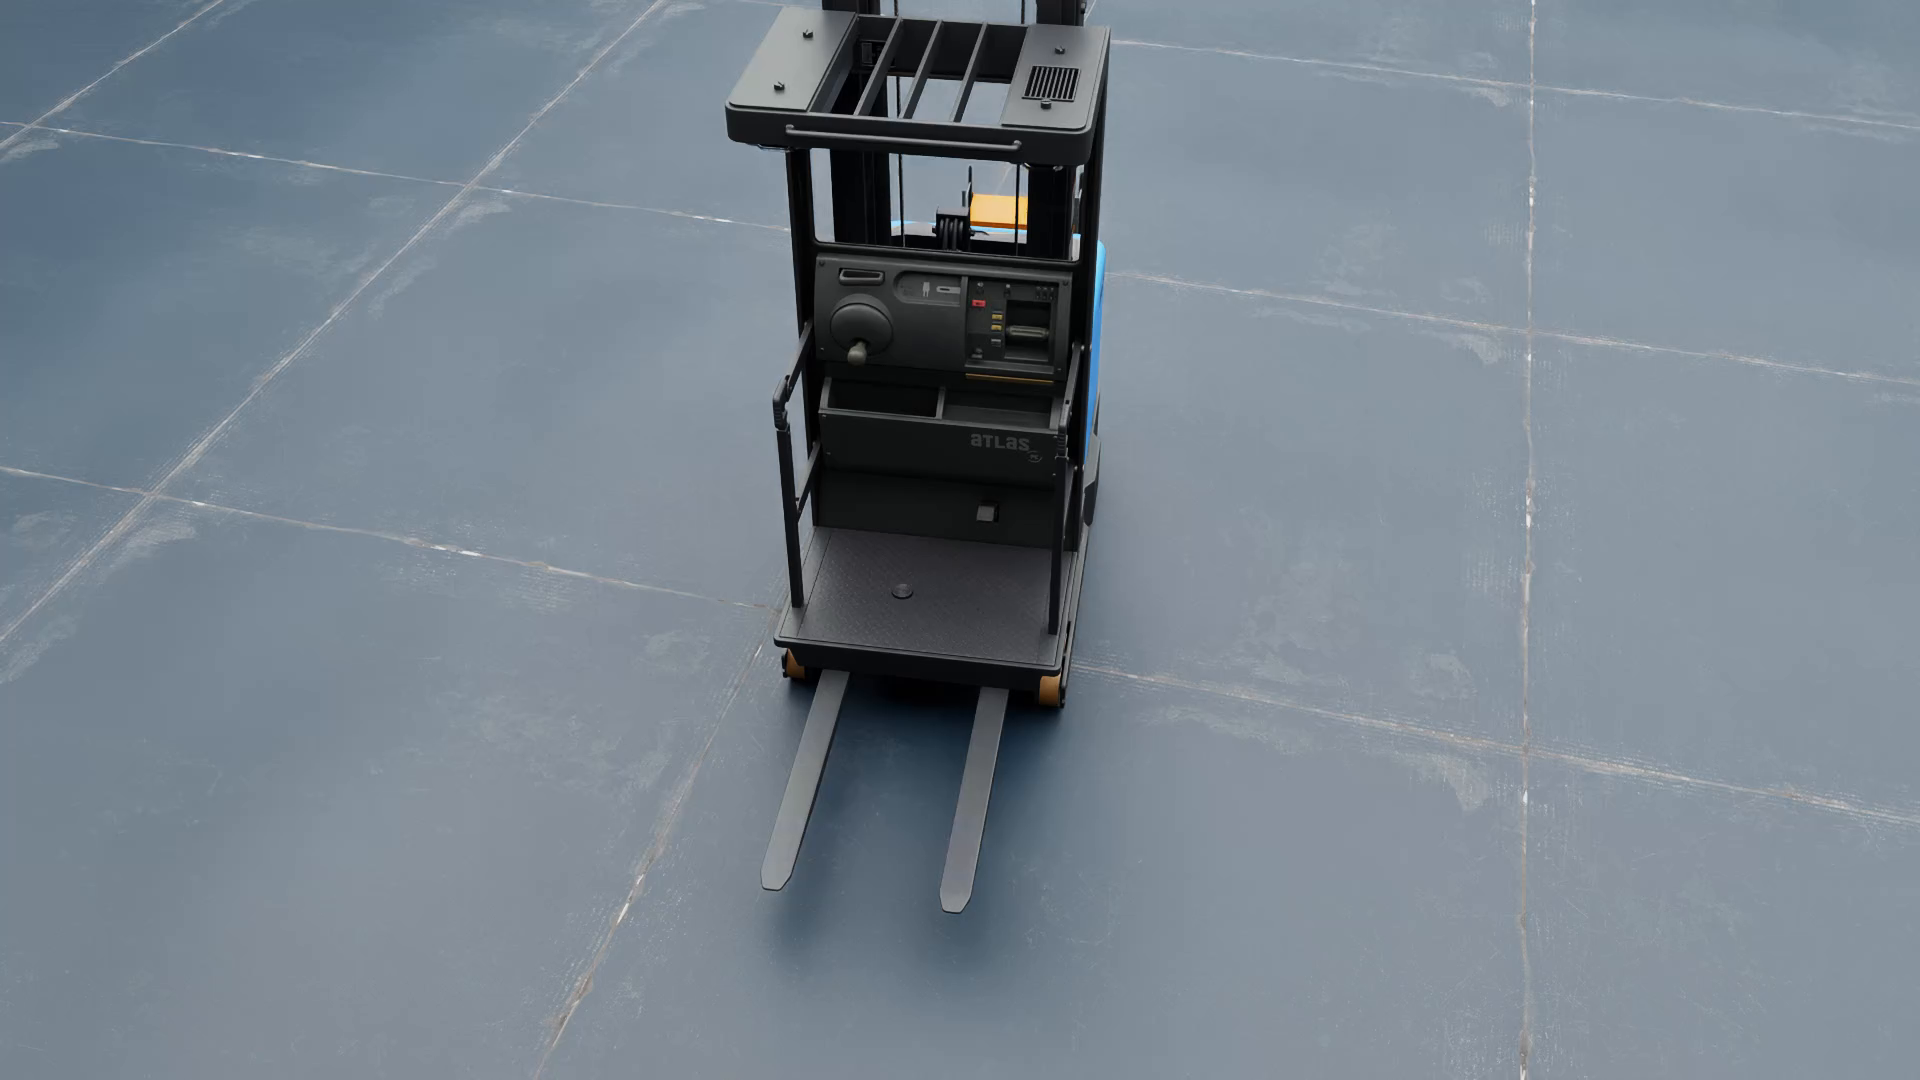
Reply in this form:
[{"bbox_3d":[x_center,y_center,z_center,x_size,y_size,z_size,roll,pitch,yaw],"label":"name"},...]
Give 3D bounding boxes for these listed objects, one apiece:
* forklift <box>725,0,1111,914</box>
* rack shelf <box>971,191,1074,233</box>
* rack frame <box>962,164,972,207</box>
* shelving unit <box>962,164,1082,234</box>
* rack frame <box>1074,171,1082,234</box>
[{"bbox_3d":[-0.096,-0.723,5.832,1.130,2.935,3.031,6,40,7],"label":"forklift"},{"bbox_3d":[0.274,-1.408,7.383,0.480,0.148,0.258,5,40,6],"label":"rack shelf"},{"bbox_3d":[0.032,-1.128,7.660,0.015,1.200,0.240,5,40,6],"label":"rack frame"},{"bbox_3d":[0.274,-1.108,7.636,0.503,1.200,0.258,5,40,6],"label":"shelving unit"},{"bbox_3d":[0.516,-1.087,7.612,0.015,1.200,0.240,5,40,6],"label":"rack frame"}]
